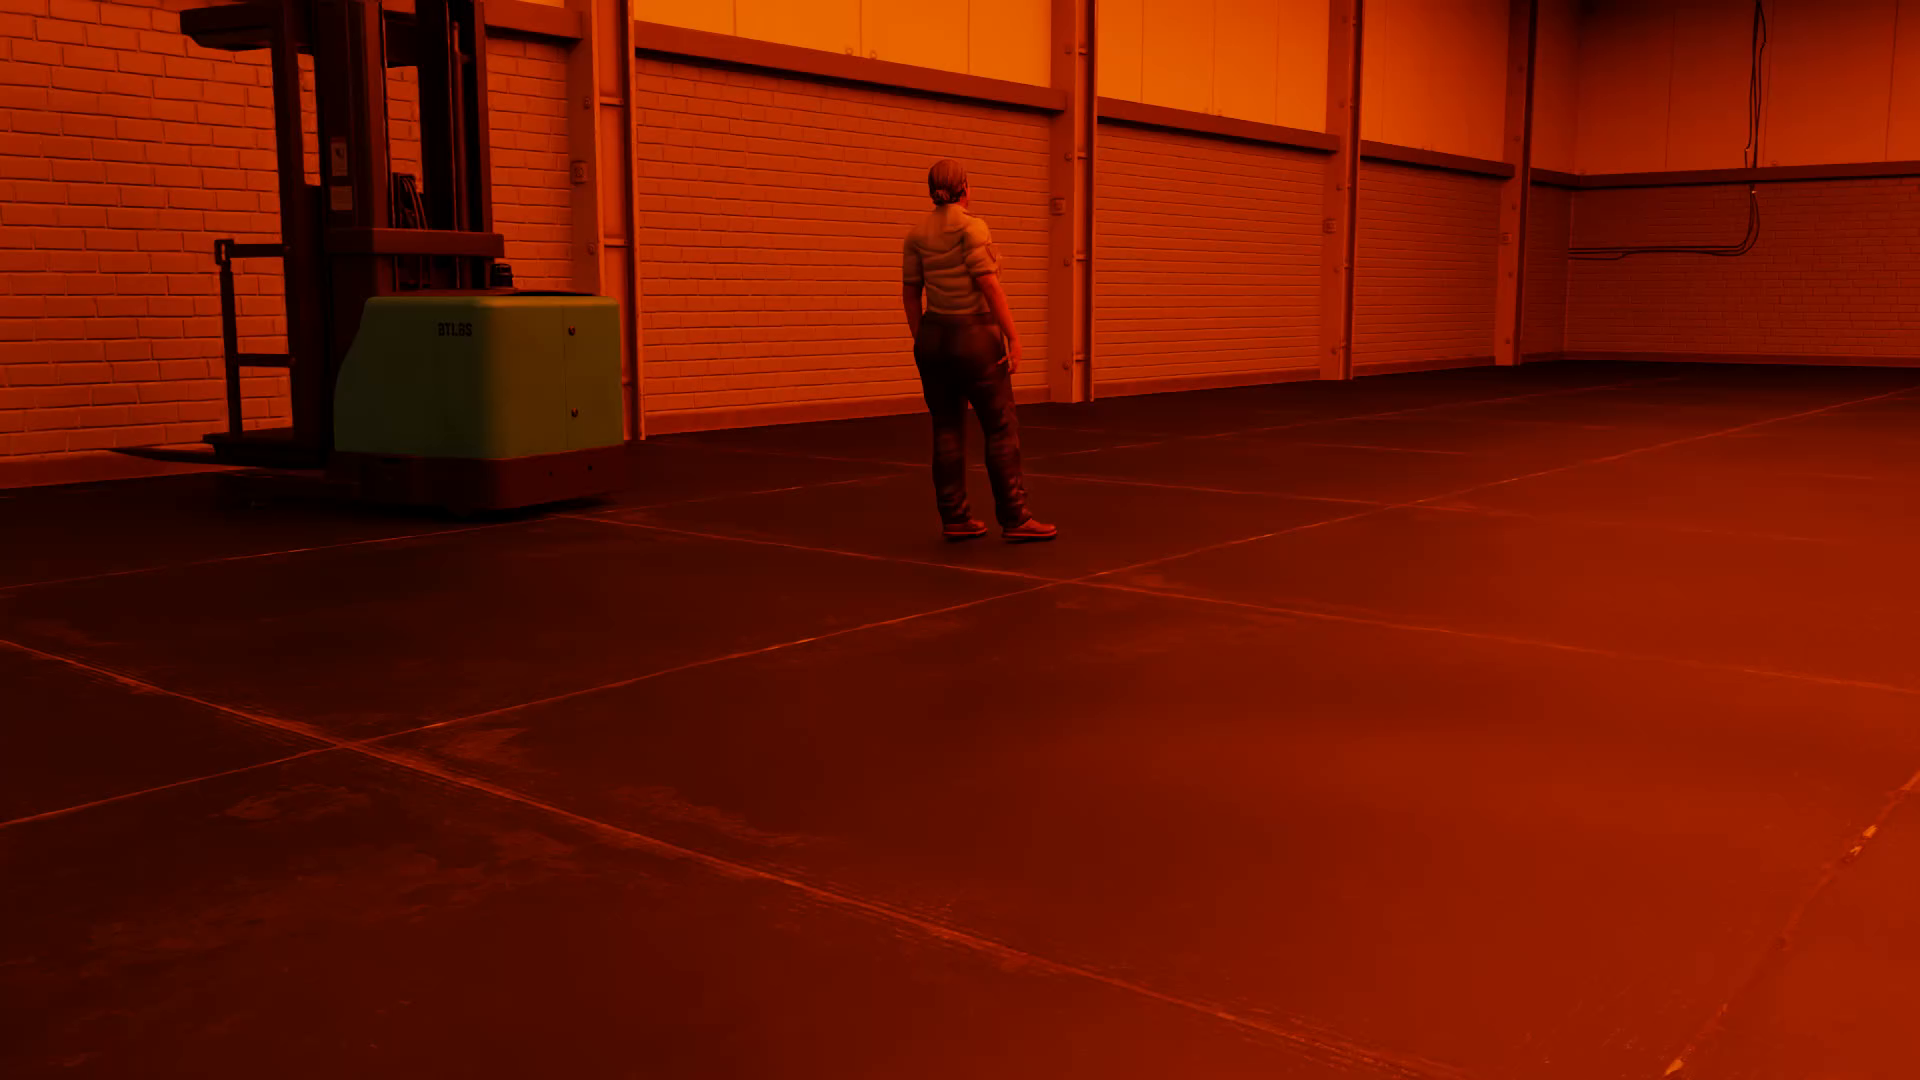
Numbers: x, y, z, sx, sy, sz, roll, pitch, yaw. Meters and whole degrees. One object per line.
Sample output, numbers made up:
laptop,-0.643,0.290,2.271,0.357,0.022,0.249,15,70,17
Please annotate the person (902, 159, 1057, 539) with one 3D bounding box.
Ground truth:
person,0.073,-0.831,7.339,0.599,1.650,0.503,7,11,38

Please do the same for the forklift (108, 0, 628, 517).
forklift,-3.294,-1.683,8.786,3.031,2.935,1.130,4,9,27
